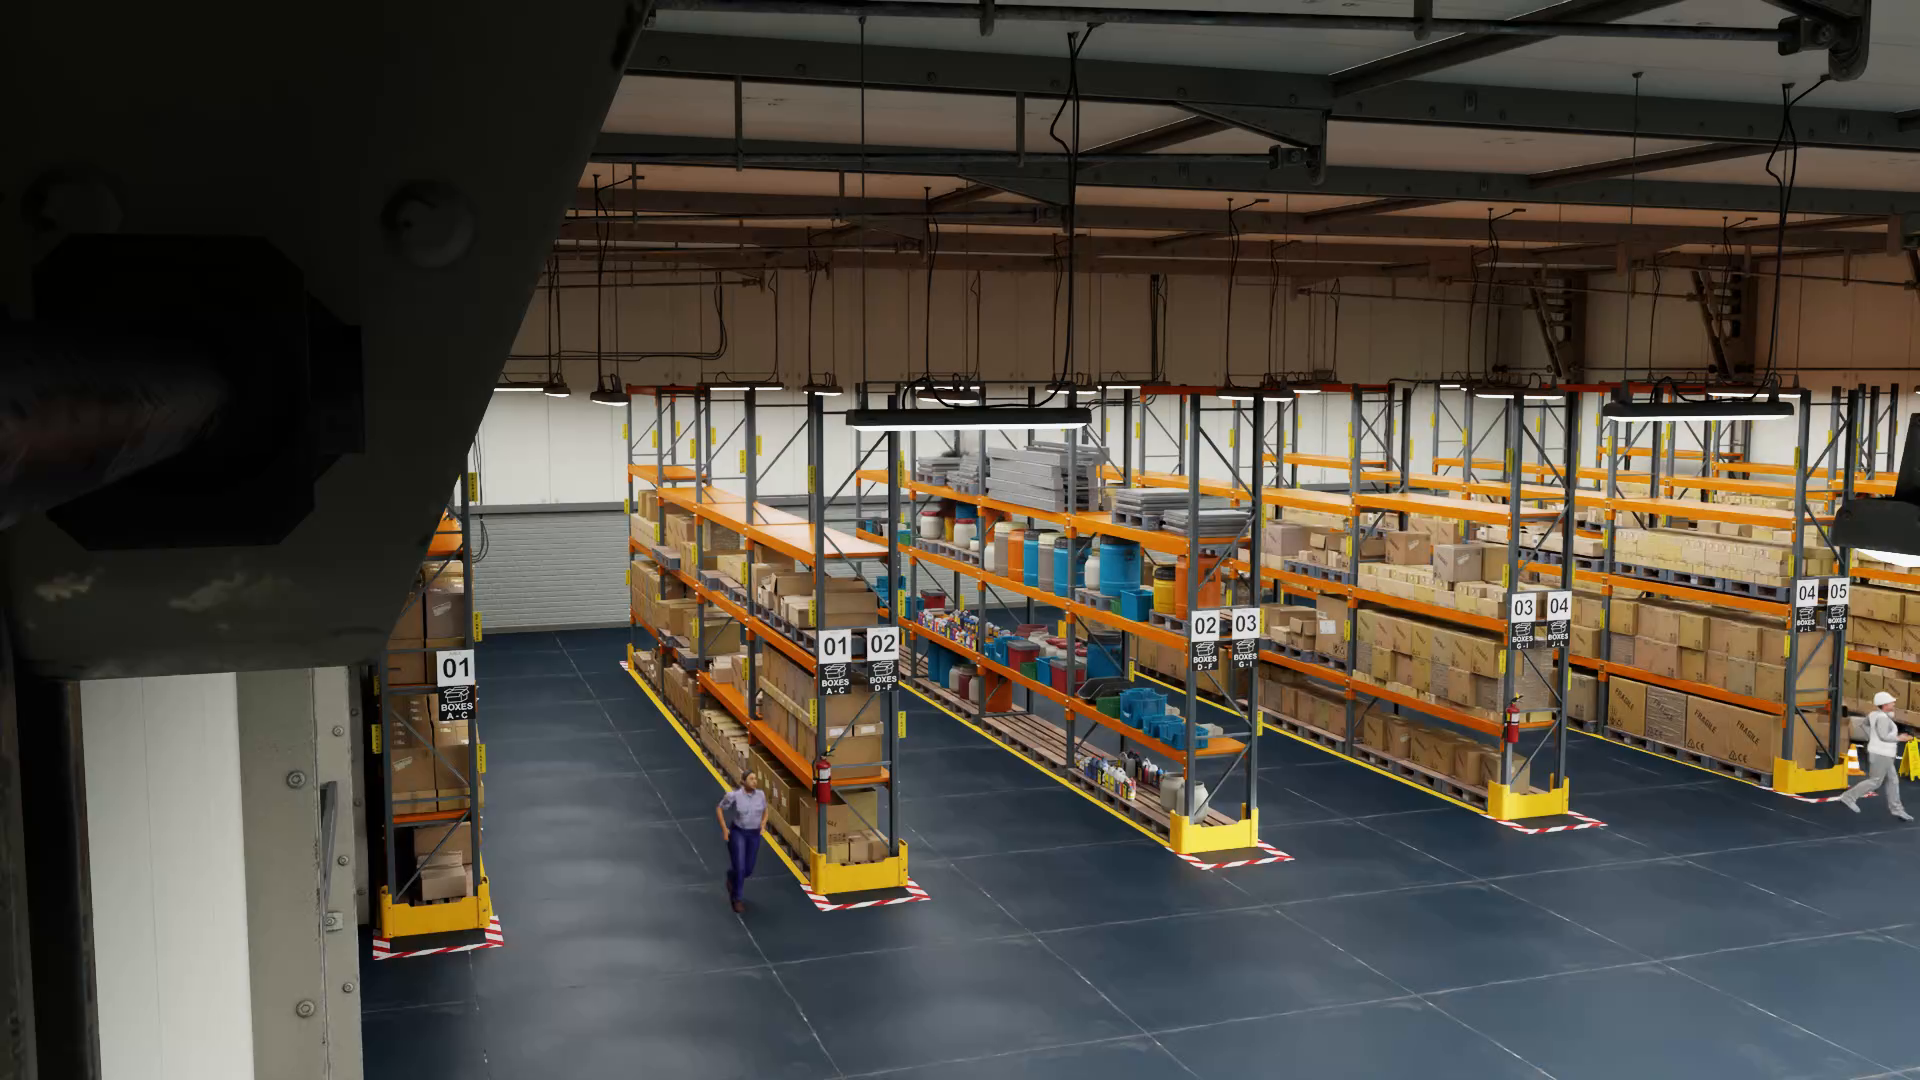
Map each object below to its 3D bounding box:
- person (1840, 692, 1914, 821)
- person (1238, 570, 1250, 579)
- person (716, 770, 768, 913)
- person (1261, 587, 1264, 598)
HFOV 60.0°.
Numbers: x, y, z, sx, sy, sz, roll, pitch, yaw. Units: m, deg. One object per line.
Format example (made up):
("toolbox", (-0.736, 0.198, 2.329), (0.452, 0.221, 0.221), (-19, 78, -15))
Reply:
("person", (12.944, 3.030, 23.402), (0.935, 1.800, 0.666), (3, 6, 25))
("person", (6.876, 1.235, 41.157), (0.687, 1.710, 0.937), (-1, 6, -12))
("person", (-2.555, 3.524, 19.710), (0.644, 1.606, 0.743), (-3, 7, -30))
("person", (7.420, 1.318, 41.256), (0.547, 1.582, 0.558), (-3, 7, -25))
